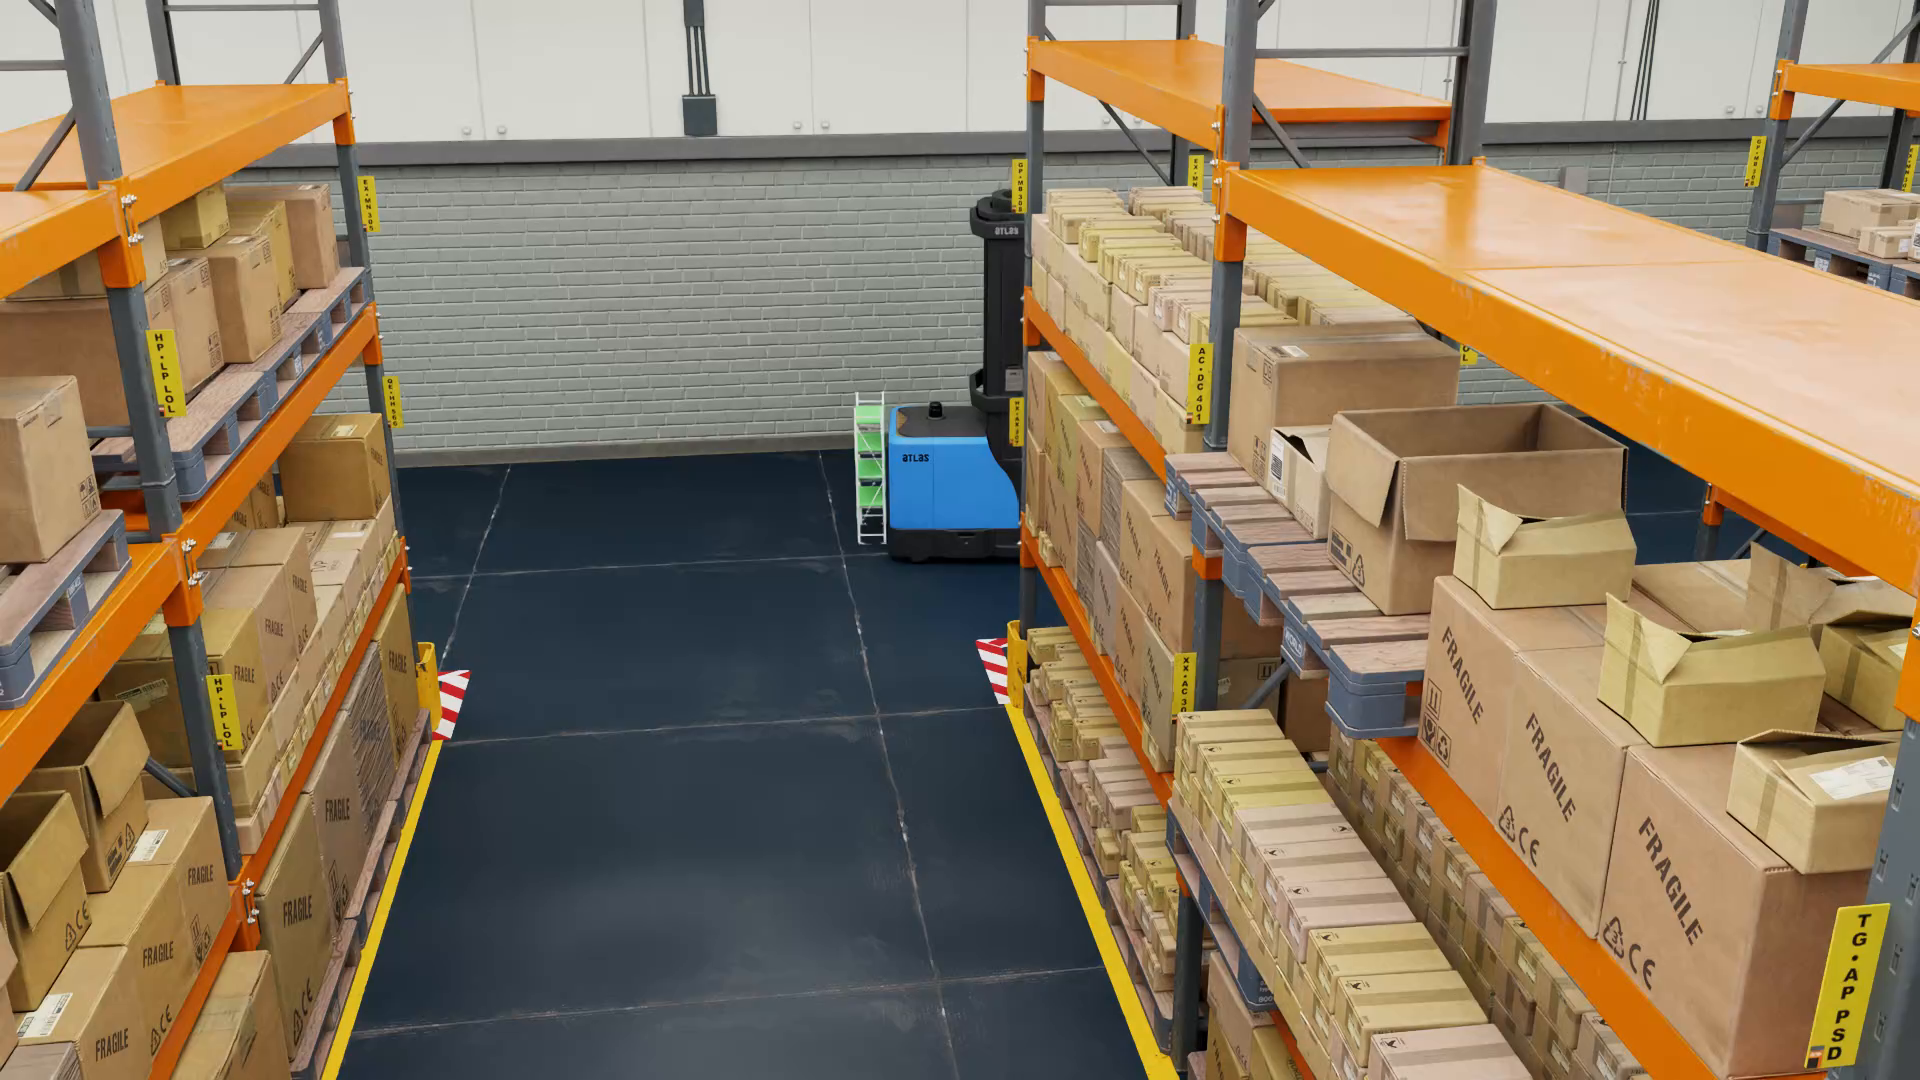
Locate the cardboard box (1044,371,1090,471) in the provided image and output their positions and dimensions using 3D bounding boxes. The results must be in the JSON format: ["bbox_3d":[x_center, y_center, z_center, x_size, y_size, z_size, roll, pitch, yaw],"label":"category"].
[{"bbox_3d":[0.788,-0.693,9.789,0.500,0.500,0.500,-2,21,-6],"label":"cardboard box"}]

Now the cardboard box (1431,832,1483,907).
[{"bbox_3d":[1.879,1.133,5.804,0.380,0.149,0.250,-4,21,-10],"label":"cardboard box"}]

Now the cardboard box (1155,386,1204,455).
[{"bbox_3d":[1.145,-0.488,7.164,0.500,0.250,0.500,-2,21,-6],"label":"cardboard box"}]

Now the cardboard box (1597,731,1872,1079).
[{"bbox_3d":[1.726,0.751,3.489,0.500,0.500,0.500,-3,21,-8],"label":"cardboard box"}]

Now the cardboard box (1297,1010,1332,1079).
[{"bbox_3d":[1.311,1.623,5.344,0.380,0.149,0.250,-4,21,-10],"label":"cardboard box"}]

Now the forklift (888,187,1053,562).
[{"bbox_3d":[0.915,-1.362,13.675,3.031,2.935,1.130,-1,20,-2],"label":"forklift"}]

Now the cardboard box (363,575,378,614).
[{"bbox_3d":[-3.530,0.321,9.428,0.380,0.149,0.250,-3,21,-7],"label":"cardboard box"}]

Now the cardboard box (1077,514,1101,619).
[{"bbox_3d":[0.938,0.132,9.009,0.500,0.500,0.500,-3,21,-9],"label":"cardboard box"}]

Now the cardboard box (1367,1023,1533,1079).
[{"bbox_3d":[1.392,1.530,4.742,0.380,0.149,0.250,-3,21,-8],"label":"cardboard box"}]

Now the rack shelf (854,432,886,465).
[{"bbox_3d":[-0.758,-0.779,14.079,0.258,0.148,0.480,-1,20,-1],"label":"rack shelf"}]

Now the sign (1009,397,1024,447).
[{"bbox_3d":[0.369,-0.760,10.727,0.100,0.325,0.005,-3,21,-8],"label":"sign"}]

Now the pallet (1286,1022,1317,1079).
[{"bbox_3d":[1.734,1.794,5.399,1.003,0.211,1.213,-3,21,-8],"label":"pallet"}]

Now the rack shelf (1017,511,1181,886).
[{"bbox_3d":[1.195,0.647,9.224,1.077,0.370,4.000,-3,21,-8],"label":"rack shelf"}]

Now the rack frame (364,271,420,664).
[{"bbox_3d":[-4.016,-0.167,10.376,1.000,3.000,0.127,-3,21,-8],"label":"rack frame"}]

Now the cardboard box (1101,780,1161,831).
[{"bbox_3d":[0.964,1.398,8.811,0.380,0.149,0.250,-4,21,-10],"label":"cardboard box"}]

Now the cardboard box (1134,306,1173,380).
[{"bbox_3d":[1.101,-0.894,7.536,0.500,0.250,0.500,-4,21,-10],"label":"cardboard box"}]

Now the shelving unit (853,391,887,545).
[{"bbox_3d":[-0.756,-0.614,14.141,0.258,1.200,0.503,-1,20,-1],"label":"shelving unit"}]

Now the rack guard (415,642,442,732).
[{"bbox_3d":[-4.020,0.996,10.836,1.175,0.500,0.348,-3,21,-8],"label":"rack guard"}]

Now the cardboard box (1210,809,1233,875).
[{"bbox_3d":[1.162,1.123,6.256,0.380,0.149,0.250,-2,21,-6],"label":"cardboard box"}]

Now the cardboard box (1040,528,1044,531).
[{"bbox_3d":[0.706,-0.050,10.421,0.380,0.149,0.250,-2,21,-6],"label":"cardboard box"}]

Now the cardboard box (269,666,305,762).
[{"bbox_3d":[-3.315,0.801,7.575,0.500,0.250,0.500,-3,21,-8],"label":"cardboard box"}]

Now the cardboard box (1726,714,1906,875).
[{"bbox_3d":[1.744,0.450,3.200,0.396,0.266,0.258,-3,21,-8],"label":"cardboard box"}]

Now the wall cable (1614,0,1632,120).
[{"bbox_3d":[5.436,-5.469,15.999,2.355,3.000,0.029,-3,21,-8],"label":"wall cable"}]

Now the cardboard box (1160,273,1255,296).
[{"bbox_3d":[1.121,-1.118,7.565,0.380,0.149,0.250,-2,21,-6],"label":"cardboard box"}]

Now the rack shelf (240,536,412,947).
[{"bbox_3d":[-3.728,0.863,8.648,1.077,0.370,4.000,-3,21,-8],"label":"rack shelf"}]

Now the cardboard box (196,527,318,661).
[{"bbox_3d":[-3.399,0.268,7.929,0.500,0.500,0.500,-4,21,-9],"label":"cardboard box"}]

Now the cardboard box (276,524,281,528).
[{"bbox_3d":[-4.133,0.123,9.388,0.500,0.250,0.500,-3,21,-8],"label":"cardboard box"}]

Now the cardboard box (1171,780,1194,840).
[{"bbox_3d":[1.085,1.083,6.787,0.380,0.149,0.250,-4,21,-10],"label":"cardboard box"}]

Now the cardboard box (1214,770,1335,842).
[{"bbox_3d":[1.165,0.990,6.188,0.380,0.149,0.250,-3,21,-7],"label":"cardboard box"}]

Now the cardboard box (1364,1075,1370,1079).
[{"bbox_3d":[1.388,1.665,4.805,0.380,0.149,0.250,-3,21,-8],"label":"cardboard box"}]

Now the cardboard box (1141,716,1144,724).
[{"bbox_3d":[1.086,0.854,8.001,0.380,0.149,0.250,-2,21,-6],"label":"cardboard box"}]

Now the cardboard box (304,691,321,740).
[{"bbox_3d":[-3.306,0.855,7.999,0.380,0.149,0.250,-3,21,-9],"label":"cardboard box"}]

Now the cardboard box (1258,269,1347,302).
[{"bbox_3d":[1.590,-1.138,7.620,0.380,0.149,0.250,-4,21,-9],"label":"cardboard box"}]

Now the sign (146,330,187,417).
[{"bbox_3d":[-2.904,-0.608,6.080,0.100,0.325,0.005,-3,21,-8],"label":"sign"}]

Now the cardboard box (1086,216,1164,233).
[{"bbox_3d":[0.890,-1.660,9.015,0.380,0.149,0.250,-2,21,-6],"label":"cardboard box"}]

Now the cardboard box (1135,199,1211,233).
[{"bbox_3d":[1.222,-1.859,9.548,0.380,0.149,0.250,-4,21,-9],"label":"cardboard box"}]

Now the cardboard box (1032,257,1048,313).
[{"bbox_3d":[0.718,-1.549,10.003,0.500,0.250,0.500,-2,21,-6],"label":"cardboard box"}]

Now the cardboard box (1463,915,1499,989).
[{"bbox_3d":[1.929,1.368,5.599,0.380,0.149,0.250,-3,21,-8],"label":"cardboard box"}]

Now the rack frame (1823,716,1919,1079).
[{"bbox_3d":[2.056,-0.422,2.486,0.949,2.616,0.053,-3,21,-8],"label":"rack frame"}]

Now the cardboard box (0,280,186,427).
[{"bbox_3d":[-3.612,-0.746,6.752,0.700,0.500,0.500,-4,21,-11],"label":"cardboard box"}]

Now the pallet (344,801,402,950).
[{"bbox_3d":[-3.651,1.834,9.005,1.003,0.211,1.213,-3,21,-8],"label":"pallet"}]

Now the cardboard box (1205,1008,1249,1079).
[{"bbox_3d":[1.327,2.246,6.887,0.500,0.500,0.500,-2,21,-6],"label":"cardboard box"}]

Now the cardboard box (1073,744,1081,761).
[{"bbox_3d":[0.886,1.304,9.912,0.380,0.149,0.250,-3,21,-8],"label":"cardboard box"}]

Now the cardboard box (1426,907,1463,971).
[{"bbox_3d":[1.890,1.410,5.912,0.380,0.149,0.250,-4,21,-10],"label":"cardboard box"}]

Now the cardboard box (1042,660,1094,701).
[{"bbox_3d":[0.714,0.860,10.252,0.380,0.149,0.250,-3,21,-8],"label":"cardboard box"}]

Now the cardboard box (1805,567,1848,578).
[{"bbox_3d":[5.984,0.560,11.491,0.875,0.438,0.875,-4,21,-10],"label":"cardboard box"}]

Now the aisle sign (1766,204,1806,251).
[{"bbox_3d":[5.493,-1.895,11.287,0.394,0.787,0.004,-3,21,-8],"label":"aisle sign"}]

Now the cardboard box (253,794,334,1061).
[{"bbox_3d":[-3.456,1.784,7.589,0.875,0.875,0.875,-3,21,-8],"label":"cardboard box"}]

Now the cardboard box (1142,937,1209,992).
[{"bbox_3d":[1.089,2.023,7.987,0.380,0.149,0.250,-3,21,-7],"label":"cardboard box"}]

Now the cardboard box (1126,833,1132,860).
[{"bbox_3d":[1.077,1.633,8.607,0.380,0.149,0.250,-3,21,-7],"label":"cardboard box"}]

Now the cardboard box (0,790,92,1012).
[{"bbox_3d":[-3.252,1.160,5.246,0.797,0.503,0.637,-3,21,-7],"label":"cardboard box"}]

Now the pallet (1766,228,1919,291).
[{"bbox_3d":[5.907,-1.774,10.519,1.003,0.211,1.213,-3,21,-8],"label":"pallet"}]
